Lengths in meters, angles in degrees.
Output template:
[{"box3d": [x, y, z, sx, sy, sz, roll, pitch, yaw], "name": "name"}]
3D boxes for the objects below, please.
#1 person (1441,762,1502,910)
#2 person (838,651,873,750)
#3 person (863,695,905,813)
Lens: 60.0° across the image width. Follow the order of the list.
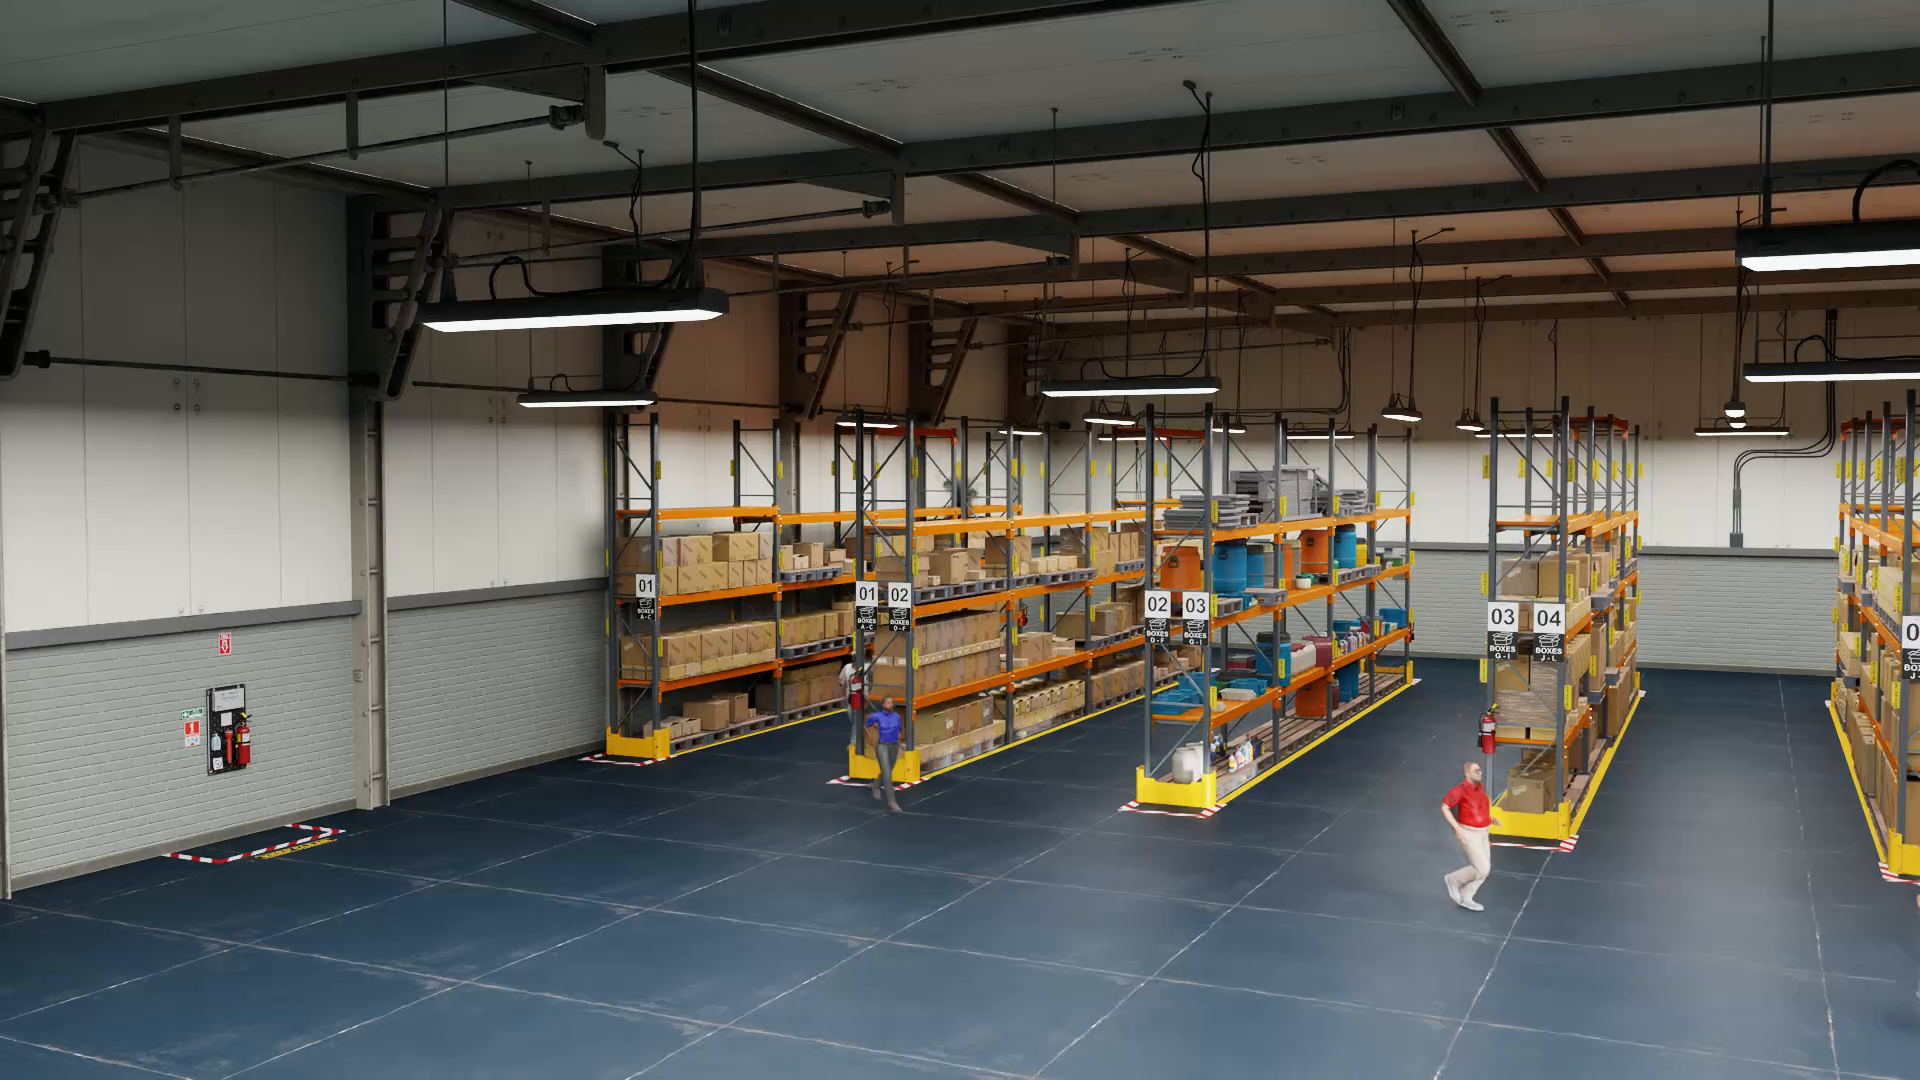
[{"box3d": [5.848, 3.365, 18.878, 0.658, 1.682, 0.591, -2, 3, -41], "name": "person"}, {"box3d": [-1.843, 2.826, 29.835, 0.685, 1.765, 0.984, 1, 3, 19], "name": "person"}, {"box3d": [-1.098, 3.132, 24.618, 0.559, 1.676, 0.926, -2, 3, -34], "name": "person"}]
